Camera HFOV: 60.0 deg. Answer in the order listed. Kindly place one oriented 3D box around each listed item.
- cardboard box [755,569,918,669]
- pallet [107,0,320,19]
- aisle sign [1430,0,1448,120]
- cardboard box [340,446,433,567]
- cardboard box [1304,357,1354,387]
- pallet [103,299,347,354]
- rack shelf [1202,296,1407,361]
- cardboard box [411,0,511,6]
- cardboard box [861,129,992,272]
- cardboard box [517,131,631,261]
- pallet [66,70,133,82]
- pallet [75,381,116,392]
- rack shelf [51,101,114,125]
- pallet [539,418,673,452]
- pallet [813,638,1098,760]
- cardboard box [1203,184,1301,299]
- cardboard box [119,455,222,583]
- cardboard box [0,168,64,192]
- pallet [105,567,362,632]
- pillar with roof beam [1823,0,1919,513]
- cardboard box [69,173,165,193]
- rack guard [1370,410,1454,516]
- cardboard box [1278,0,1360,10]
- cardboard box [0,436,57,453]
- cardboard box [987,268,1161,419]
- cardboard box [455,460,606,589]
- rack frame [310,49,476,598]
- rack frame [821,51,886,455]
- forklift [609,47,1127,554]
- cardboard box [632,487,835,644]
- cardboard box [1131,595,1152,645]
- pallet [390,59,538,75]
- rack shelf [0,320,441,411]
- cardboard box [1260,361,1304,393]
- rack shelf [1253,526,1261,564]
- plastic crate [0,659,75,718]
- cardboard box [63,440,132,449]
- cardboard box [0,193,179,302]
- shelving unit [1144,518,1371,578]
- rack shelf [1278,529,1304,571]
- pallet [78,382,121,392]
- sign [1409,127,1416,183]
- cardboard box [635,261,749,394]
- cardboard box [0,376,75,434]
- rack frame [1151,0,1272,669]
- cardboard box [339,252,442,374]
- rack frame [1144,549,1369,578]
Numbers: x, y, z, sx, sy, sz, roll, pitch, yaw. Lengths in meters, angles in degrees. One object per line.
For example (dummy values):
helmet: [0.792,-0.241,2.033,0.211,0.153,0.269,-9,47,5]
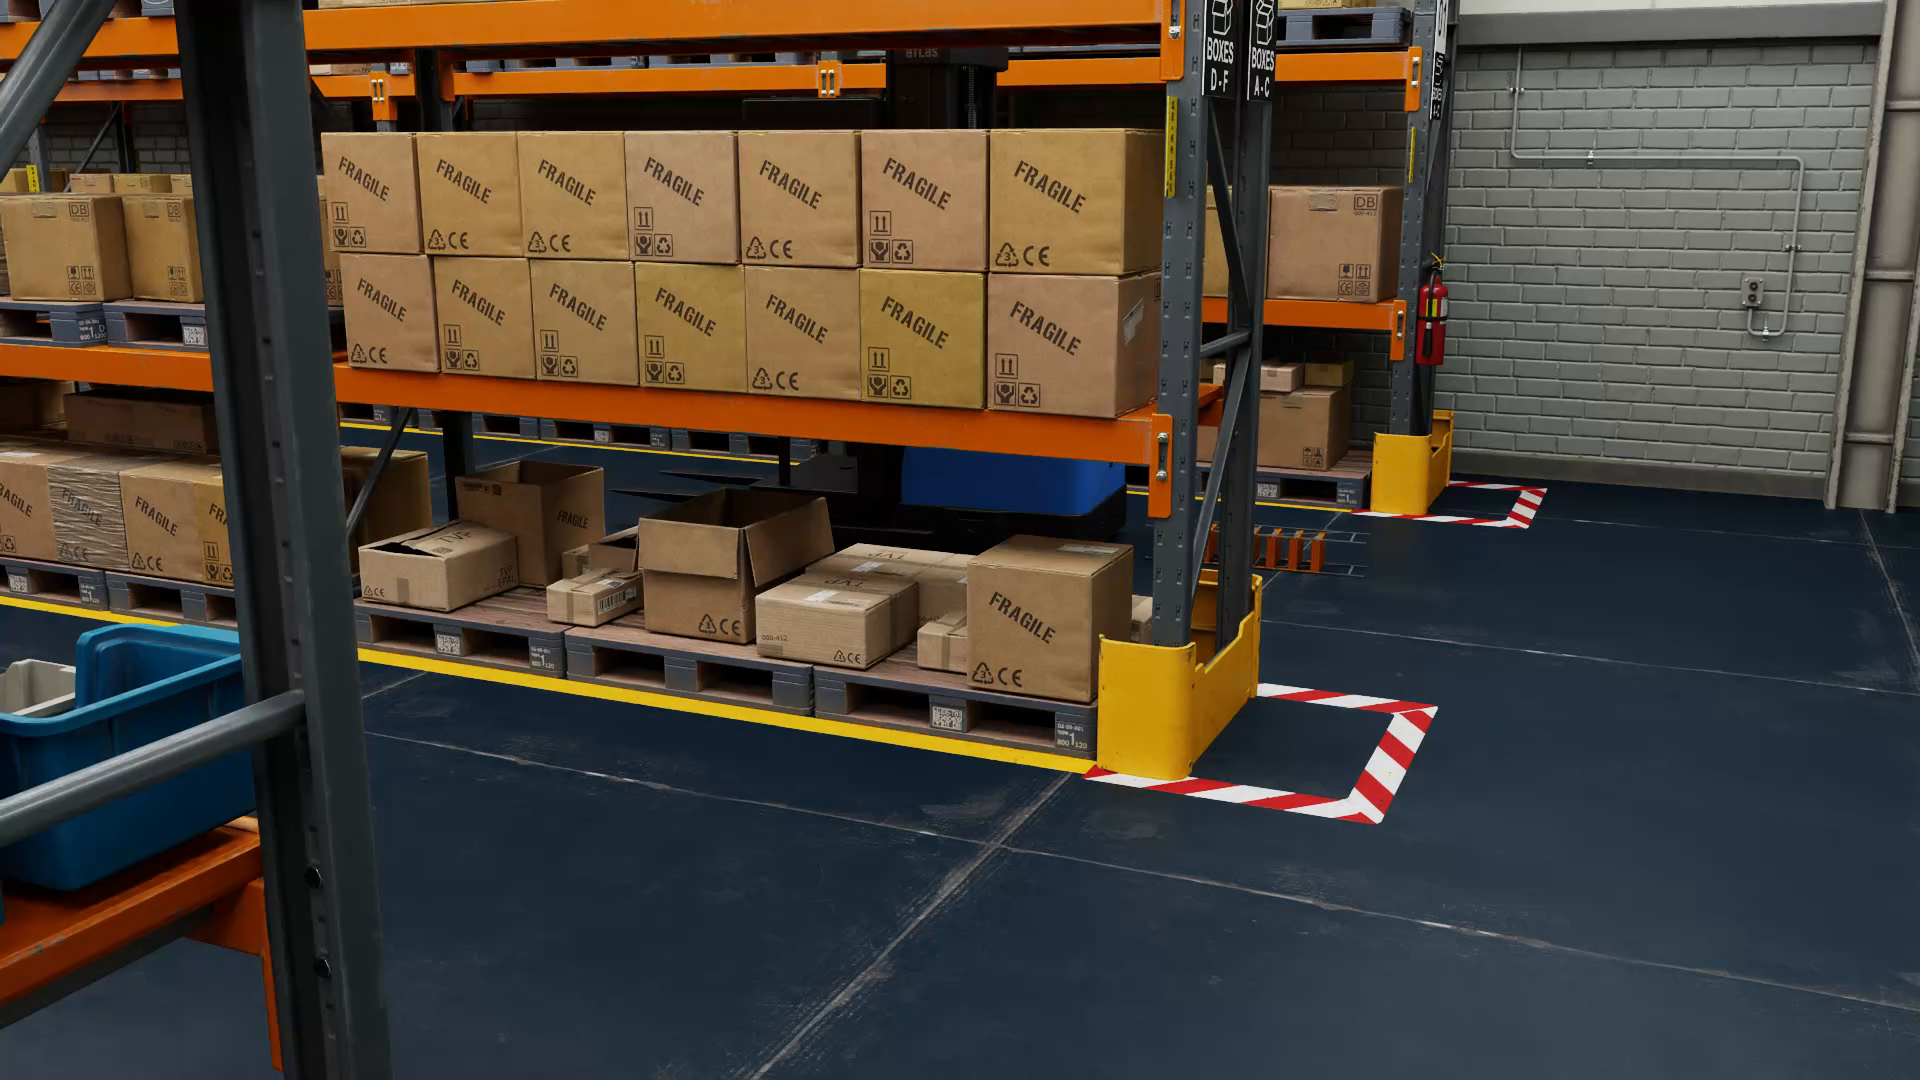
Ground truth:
cardboard box: [-0.503,0.319,6.885,0.500,0.250,0.500,6,14,23]
pallet: [-3.274,-2.526,7.801,1.003,0.211,1.213,6,14,23]
aisle sign: [2.898,-2.944,10.043,0.004,0.787,0.394,6,14,23]
cardboard box: [-3.050,-0.175,8.445,0.500,0.500,0.500,5,14,21]
cardboard box: [2.468,-1.125,11.115,0.250,0.149,0.380,6,14,24]
pallet: [-3.393,-1.086,8.236,1.213,0.211,1.003,6,14,23]
rack shelf: [1.125,-1.582,11.506,4.000,0.370,1.077,6,14,23]
cardboard box: [-1.907,-2.326,6.864,0.500,0.250,0.500,6,14,23]
cardboard box: [-0.030,-1.278,6.228,0.500,0.500,0.500,6,15,25]
cardboard box: [-1.448,-1.420,6.834,0.500,0.500,0.500,5,14,22]
pallet: [-7.497,-4.147,14.708,1.003,0.211,1.213,6,14,23]
pallet: [-8.646,-1.555,15.919,1.213,0.211,1.003,6,14,23]
rack shelf: [-9.847,-4.153,15.896,4.000,0.370,1.077,6,14,23]
pallet: [-2.559,-0.928,13.248,1.213,0.211,1.003,6,14,23]
pallet: [0.152,0.565,6.887,1.213,0.211,1.003,6,14,23]
cardboard box: [1.814,-2.004,11.071,0.700,0.700,0.980,6,14,23]
cardboard box: [-3.722,-0.113,8.179,0.500,0.500,0.500,6,14,23]
cardboard box: [-8.575,-3.139,15.208,0.500,0.500,0.500,6,14,23]
pallet: [-3.466,0.208,8.408,1.213,0.211,1.003,6,14,23]
pillar with roof beam: [4.029,-3.700,5.824,0.400,9.000,9.100,6,14,23]
cardboard box: [-7.566,-3.066,15.075,0.500,0.500,0.700,6,14,23]
rack guard: [2.976,-0.528,10.912,0.348,0.500,1.175,6,14,23]
cardboard box: [2.177,-3.400,10.303,0.500,0.250,0.500,6,15,25]
cardboard box: [-5.126,-0.253,8.777,0.500,0.500,0.500,6,14,22]
cardboard box: [0.431,-0.746,6.148,0.500,0.500,0.500,6,15,25]
cardboard box: [-2.071,-0.086,8.065,0.500,0.500,0.500,6,14,23]
rack frame: [-2.707,-1.083,7.802,0.127,3.000,1.000,6,14,23]
rack frame: [-0.704,-2.118,12.213,0.127,3.000,1.000,6,14,23]
forklift: [-0.588,-1.473,9.618,3.031,2.935,1.130,5,14,19]
cardboard box: [-0.987,0.091,7.301,0.637,0.503,0.797,6,14,23]
cardboard box: [0.707,0.351,6.971,0.250,0.149,0.380,6,14,23]
pallet: [-3.751,-3.808,13.262,1.003,0.211,1.213,7,15,26]
rack shelf: [-4.535,-0.917,8.673,4.000,0.370,1.077,6,14,23]
cardboard box: [2.082,-1.068,10.875,0.250,0.149,0.380,6,14,23]
rack shelf: [1.594,0.031,9.194,0.103,0.180,0.258,5,14,19]
plastic crate: [-1.411,0.282,2.431,0.298,0.136,0.250,6,14,23]
cardboard box: [-4.458,-0.317,9.049,0.500,0.500,0.500,5,14,21]
cardboard box: [-4.347,-1.486,8.384,0.500,0.500,0.700,2,13,9]
shelving unit: [1.636,0.034,9.180,1.200,0.189,0.258,5,14,19]
rack shelf: [1.820,0.050,9.116,0.103,0.180,0.258,5,14,19]
pallet: [-7.306,-1.428,15.380,1.213,0.211,1.003,6,14,23]
sign: [2.721,-2.314,9.999,0.005,0.325,0.100,6,14,23]
cardboard box: [-0.960,-0.887,6.750,0.500,0.500,0.500,6,14,22]
cardboard box: [-5.360,-0.773,9.351,0.500,0.250,0.500,6,15,25]
rack frame: [0.951,-0.712,6.225,0.127,3.000,1.000,6,14,23]
cardboard box: [-2.351,-1.027,7.347,0.500,0.500,0.500,6,15,25]
rack frame: [1.636,0.123,9.201,1.200,0.006,0.240,5,14,19]
